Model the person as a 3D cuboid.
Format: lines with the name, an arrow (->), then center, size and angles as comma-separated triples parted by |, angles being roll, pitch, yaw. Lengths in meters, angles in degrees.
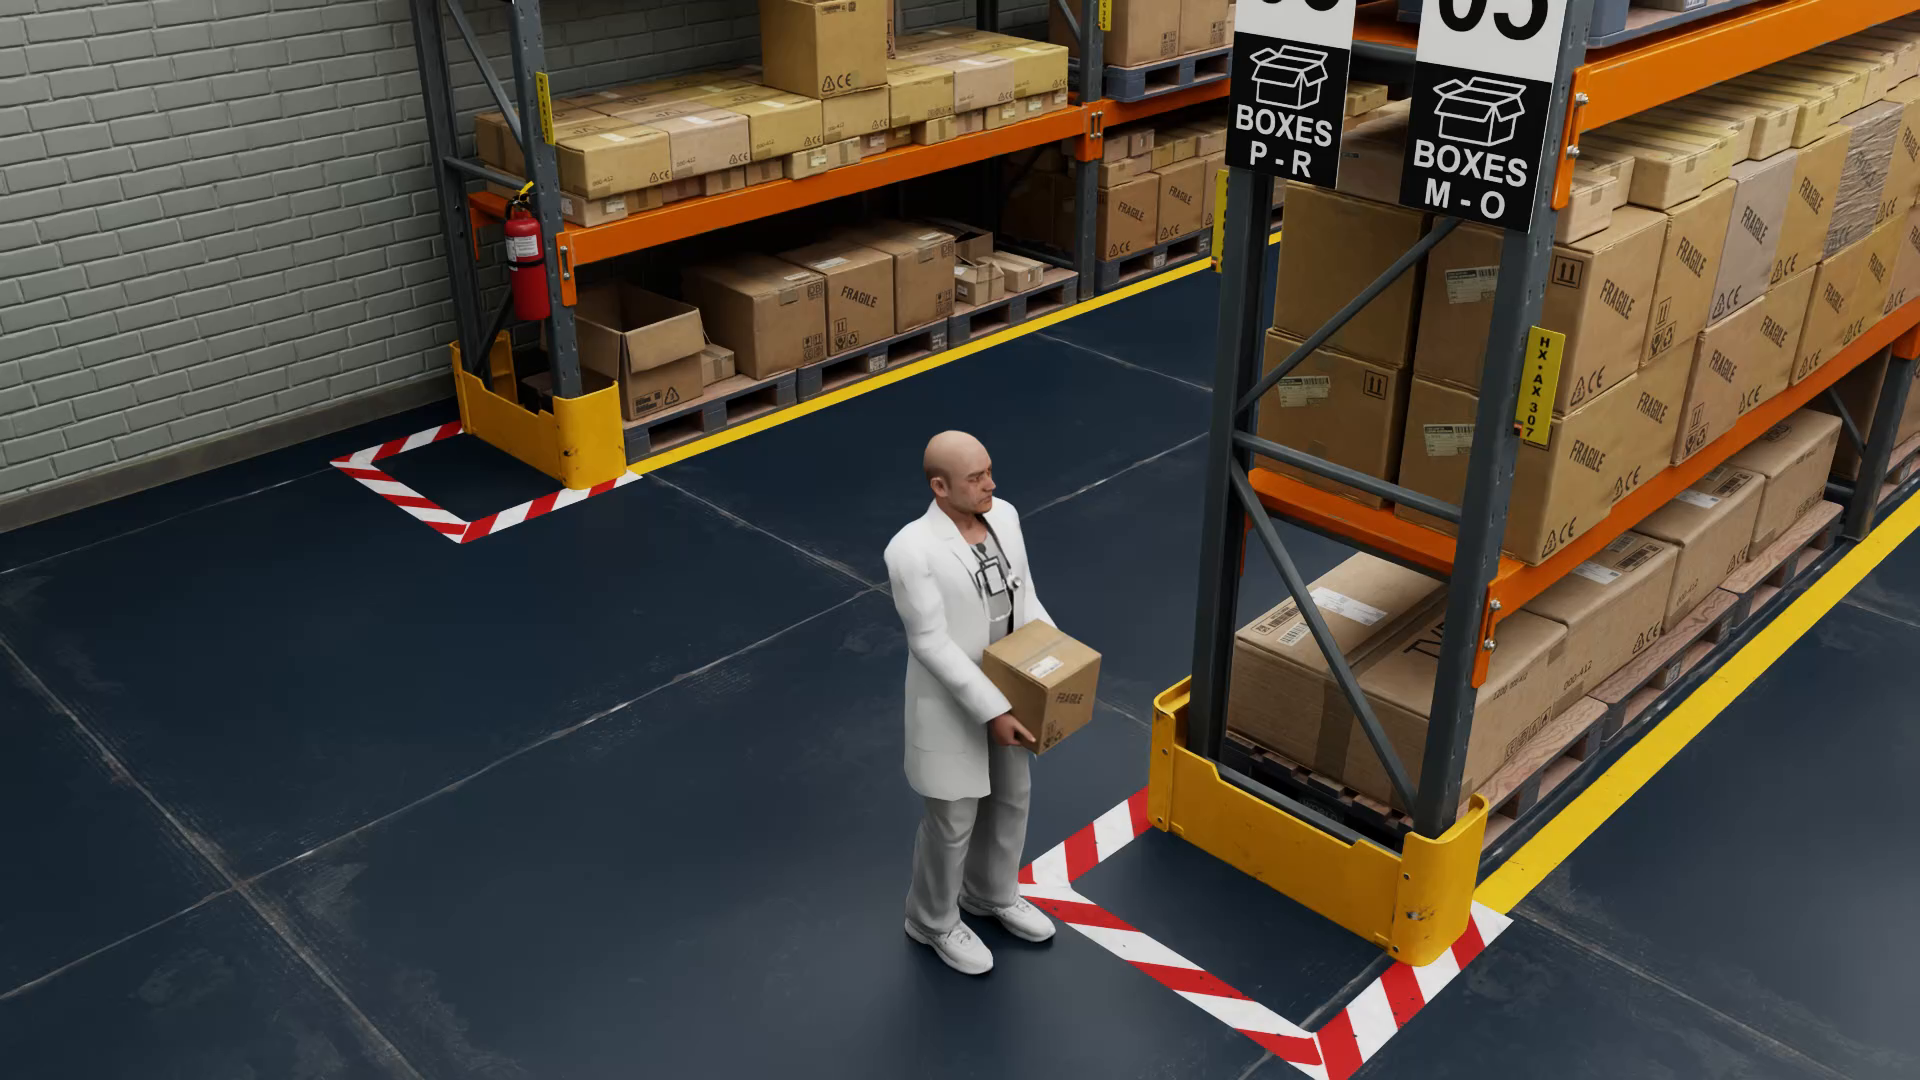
person -> 0.103, 0.533, 5.113 | 0.558, 1.774, 0.528 | 22, 35, 36
